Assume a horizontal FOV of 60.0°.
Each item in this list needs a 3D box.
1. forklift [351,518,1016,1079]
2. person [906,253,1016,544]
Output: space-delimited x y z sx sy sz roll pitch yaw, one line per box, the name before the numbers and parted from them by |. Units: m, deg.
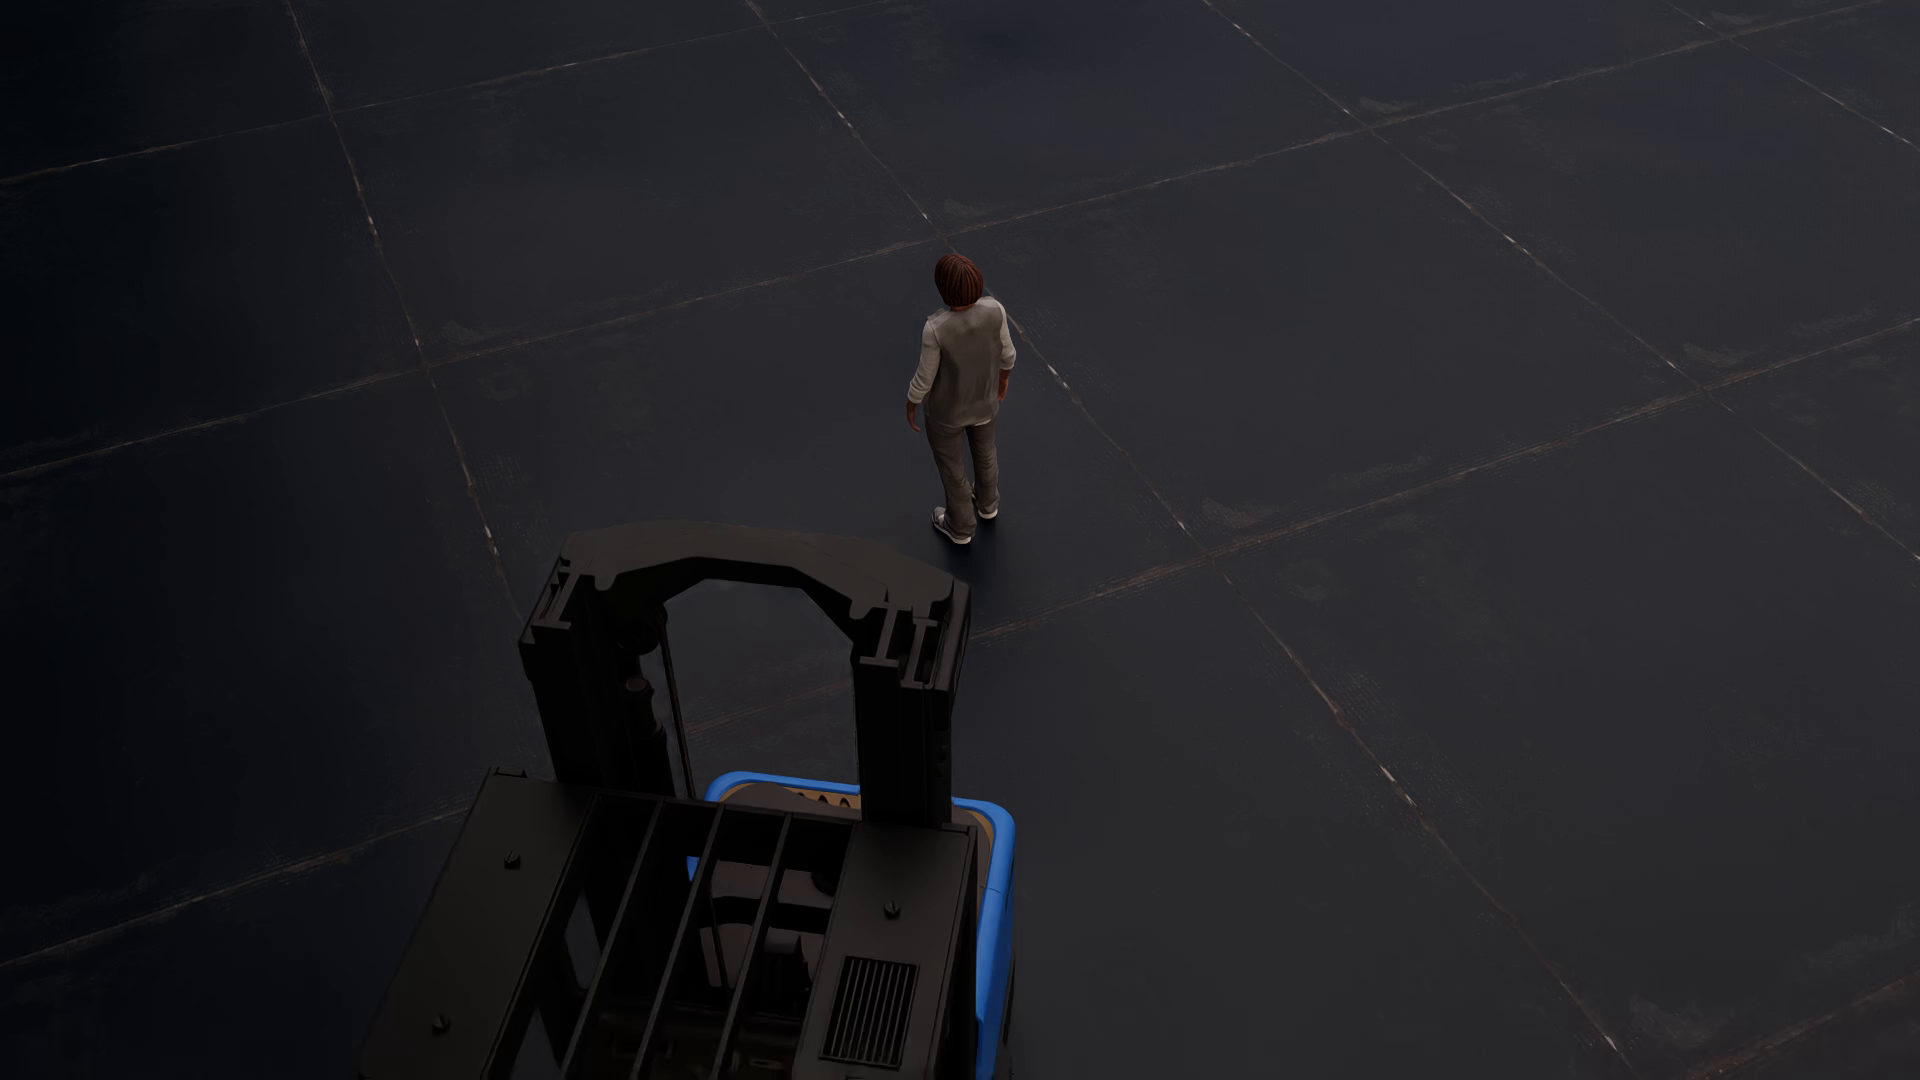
forklift | -0.544 1.507 4.065 1.130 2.935 3.031 6 43 6
person | -0.018 -0.640 7.332 0.520 1.599 0.473 -18 46 -18
